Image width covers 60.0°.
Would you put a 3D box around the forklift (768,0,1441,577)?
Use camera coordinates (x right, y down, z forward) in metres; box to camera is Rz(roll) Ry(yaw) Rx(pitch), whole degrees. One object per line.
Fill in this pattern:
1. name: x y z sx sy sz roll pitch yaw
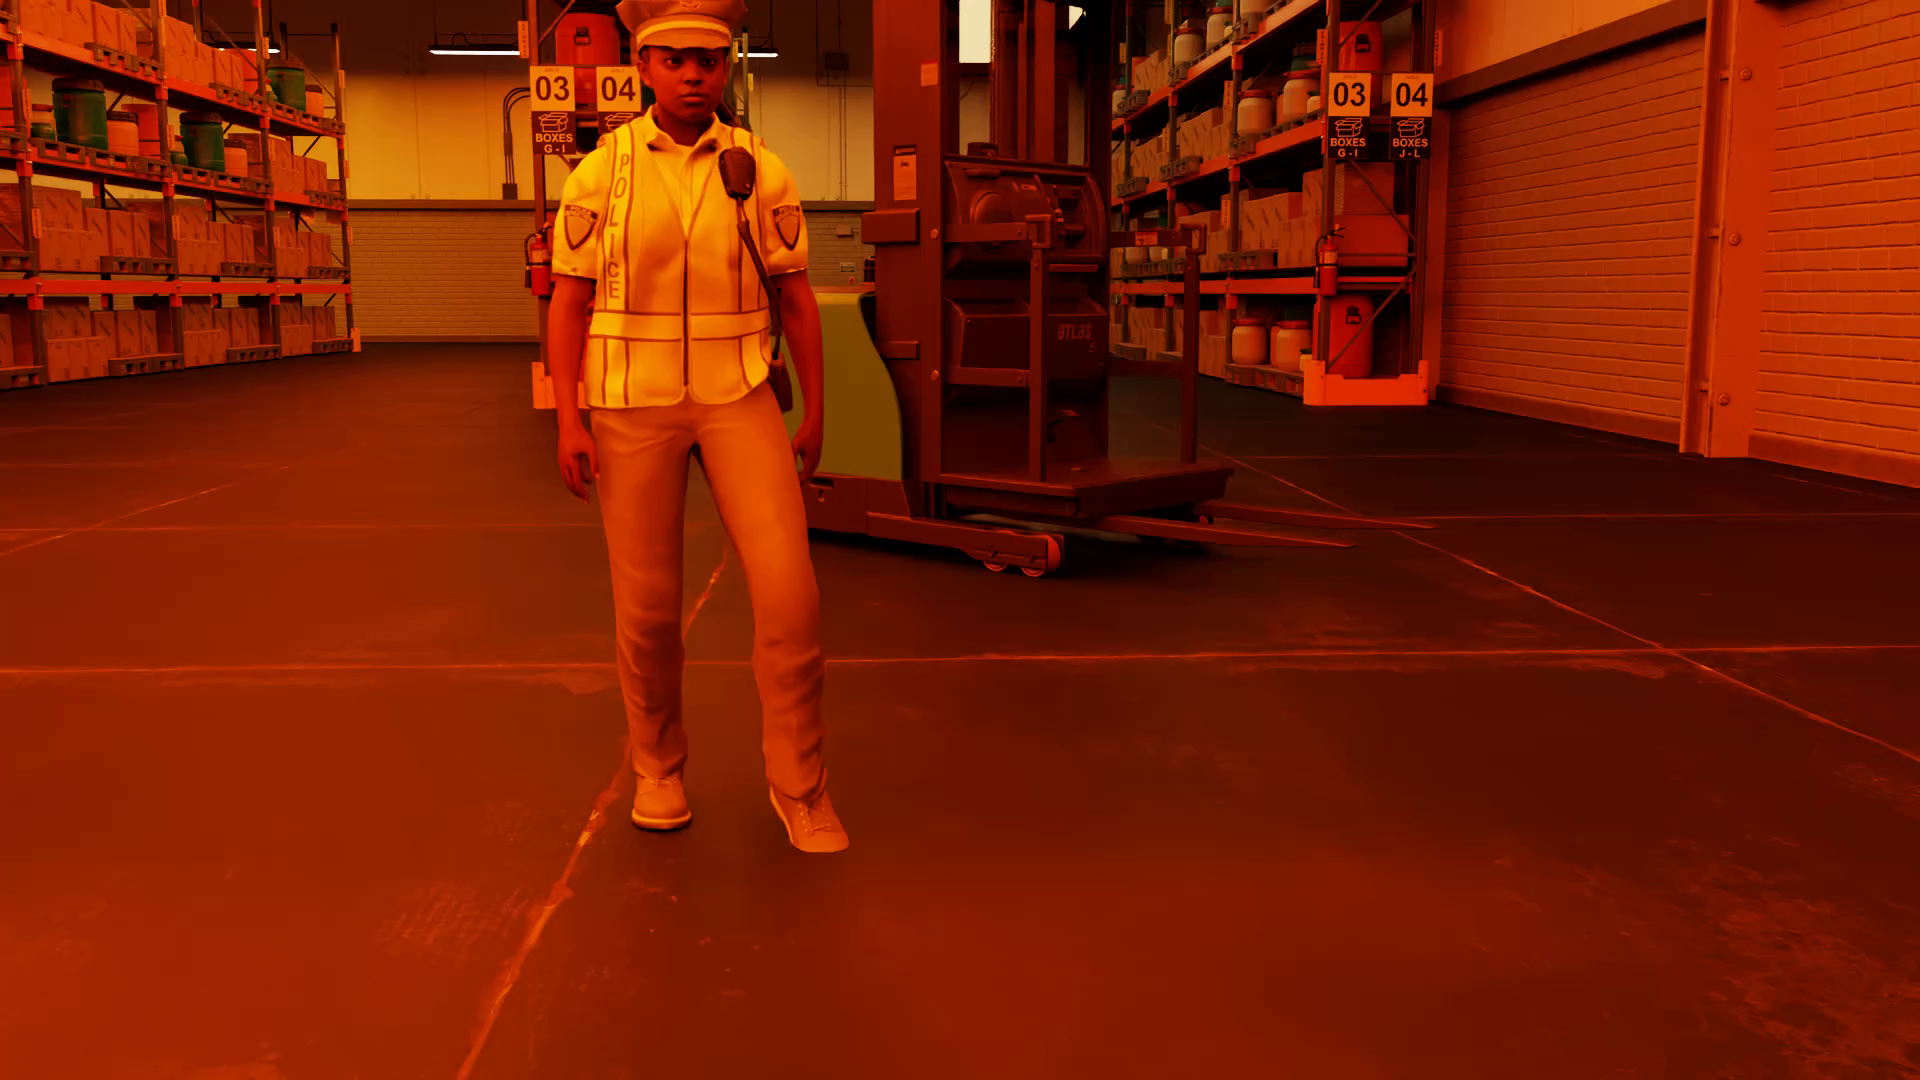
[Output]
1. forklift: 0.438 -1.394 6.717 3.031 2.935 1.130 8 11 42

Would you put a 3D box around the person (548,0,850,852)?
1. person: -0.519 -0.201 3.275 0.560 1.719 0.507 -2 9 -12
